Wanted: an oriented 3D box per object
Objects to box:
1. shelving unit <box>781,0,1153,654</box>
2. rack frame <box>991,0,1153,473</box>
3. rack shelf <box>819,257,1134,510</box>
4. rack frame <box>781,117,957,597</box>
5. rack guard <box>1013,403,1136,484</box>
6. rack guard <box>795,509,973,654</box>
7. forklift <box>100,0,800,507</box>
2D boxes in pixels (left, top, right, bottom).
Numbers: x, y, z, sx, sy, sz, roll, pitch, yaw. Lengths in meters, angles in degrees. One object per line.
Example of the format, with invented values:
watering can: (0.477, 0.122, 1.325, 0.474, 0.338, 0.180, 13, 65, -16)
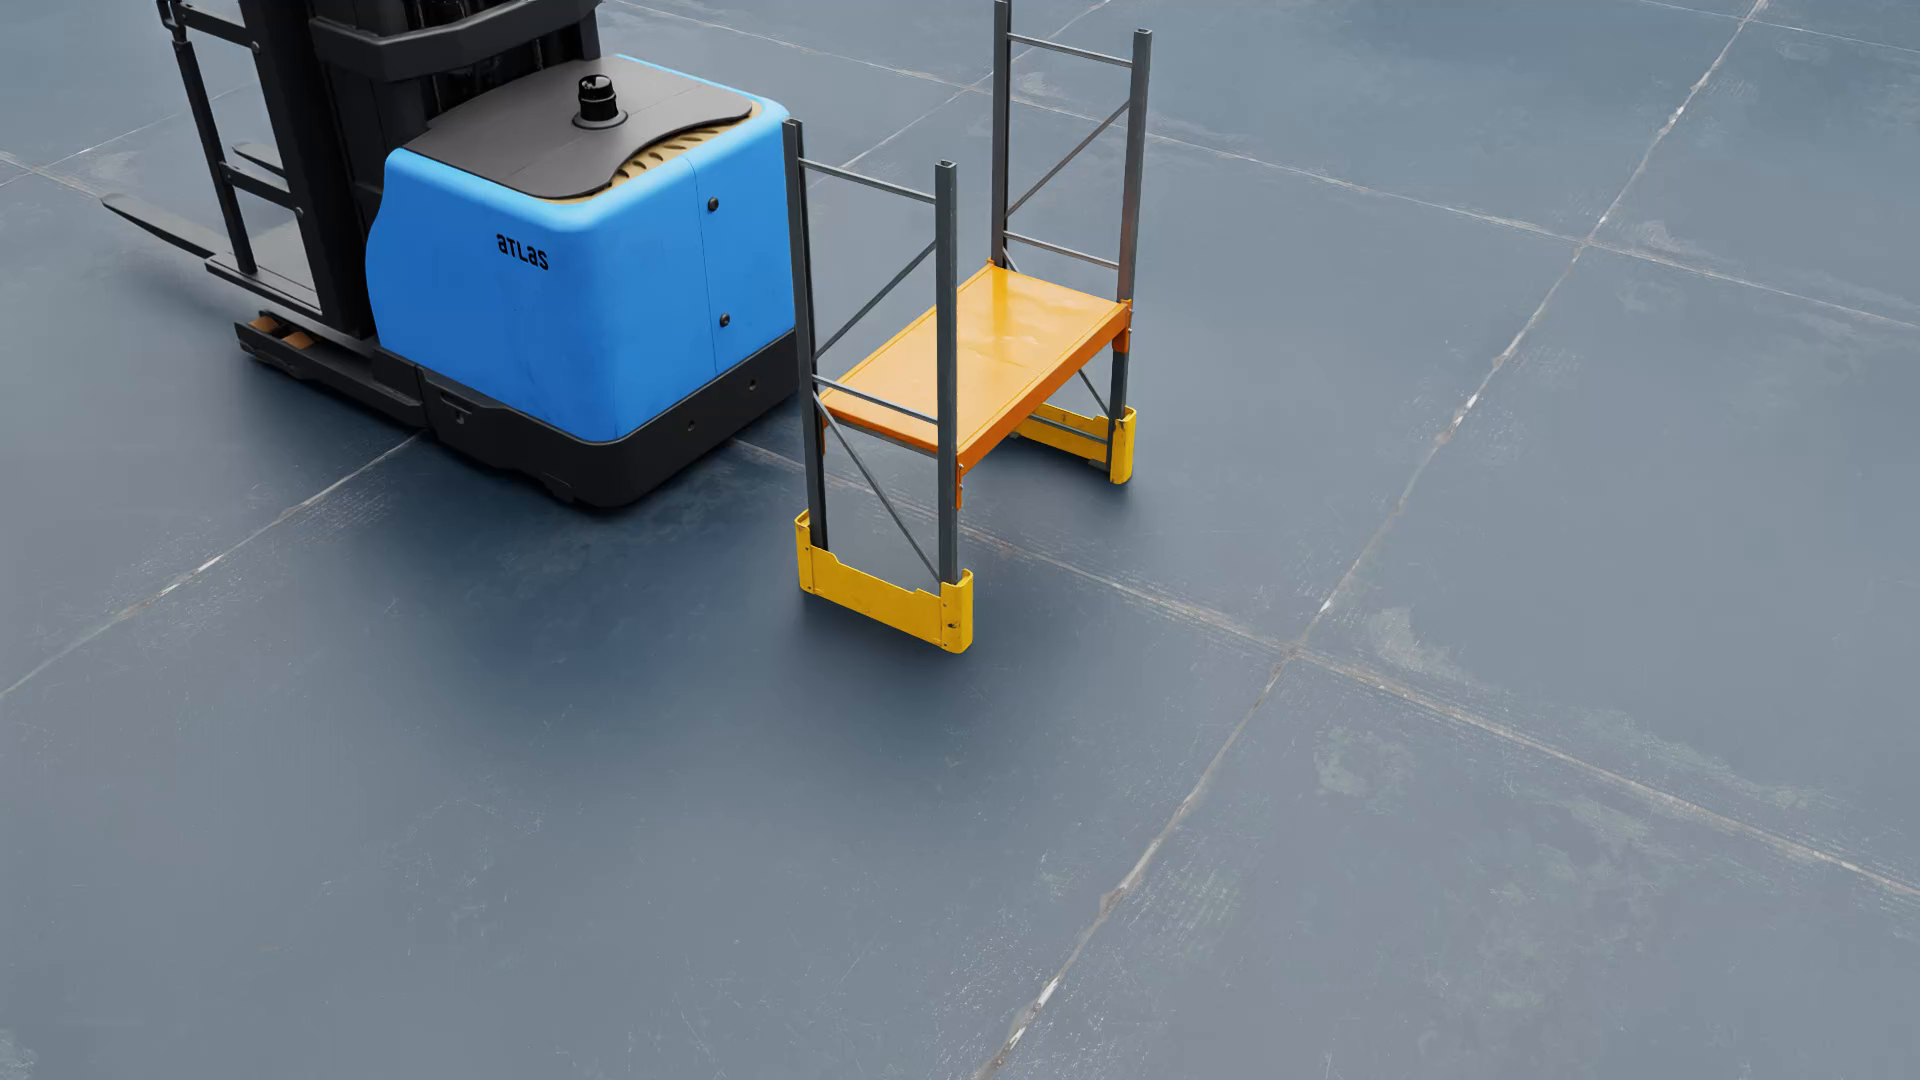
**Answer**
shelving unit: (0.041, -0.633, 4.843, 0.587, 1.500, 1.083, 21, 42, 25)
rack frame: (0.318, -0.900, 5.189, 0.500, 1.500, 0.032, 21, 42, 25)
rack shelf: (0.046, -0.496, 4.959, 0.538, 0.185, 1.000, 21, 42, 25)
rack frame: (-0.227, -0.376, 4.509, 0.500, 1.500, 0.032, 21, 42, 25)
rack guard: (0.308, -0.395, 5.558, 0.587, 0.250, 0.087, 21, 42, 25)
rack guard: (-0.226, 0.118, 4.892, 0.587, 0.250, 0.087, 21, 42, 25)
forklift: (-2.018, -1.979, 5.417, 3.031, 2.935, 1.130, 24, 43, 27)
